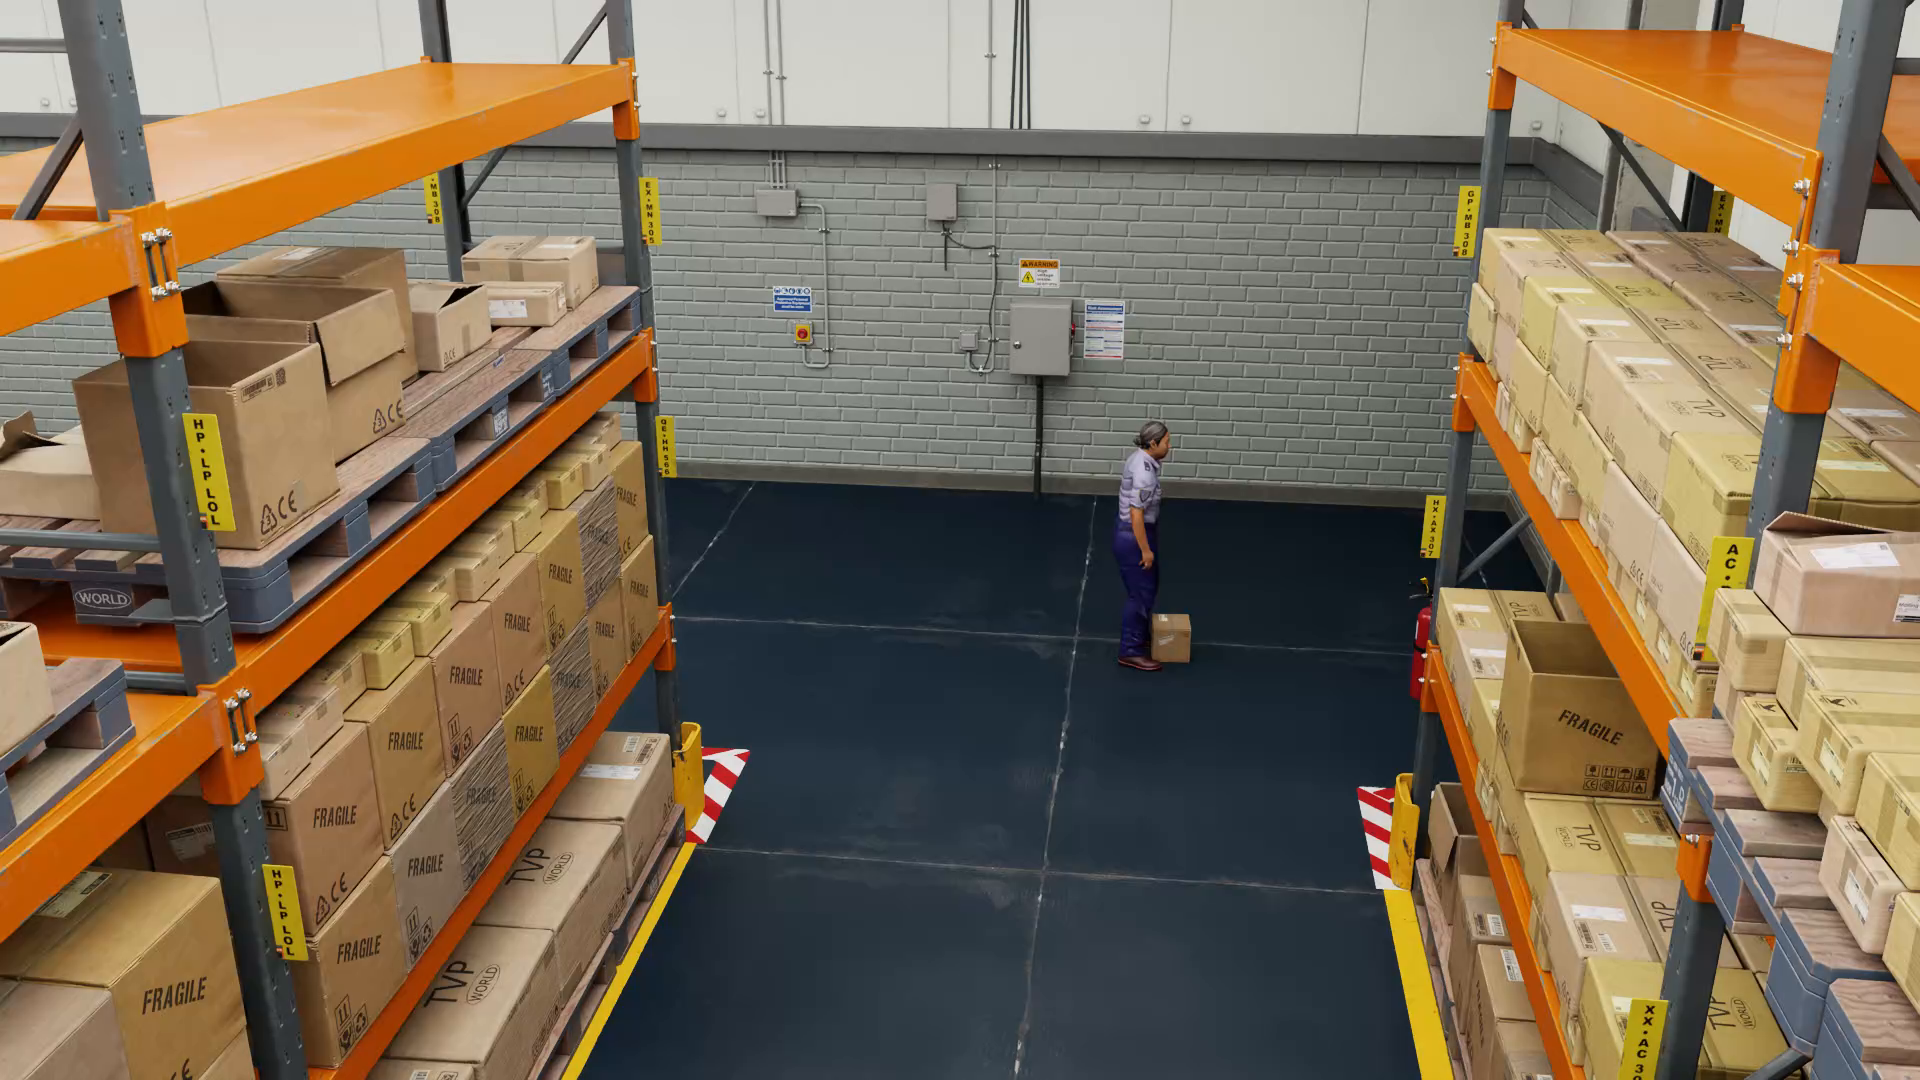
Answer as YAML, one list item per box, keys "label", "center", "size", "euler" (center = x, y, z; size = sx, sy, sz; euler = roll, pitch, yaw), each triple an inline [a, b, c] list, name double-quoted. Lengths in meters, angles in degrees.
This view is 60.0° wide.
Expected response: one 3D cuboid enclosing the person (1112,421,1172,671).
- label: "person"
  center: [1.221, 0.010, 11.070]
  size: [0.416, 1.652, 0.554]
  euler: [2, 21, 5]
